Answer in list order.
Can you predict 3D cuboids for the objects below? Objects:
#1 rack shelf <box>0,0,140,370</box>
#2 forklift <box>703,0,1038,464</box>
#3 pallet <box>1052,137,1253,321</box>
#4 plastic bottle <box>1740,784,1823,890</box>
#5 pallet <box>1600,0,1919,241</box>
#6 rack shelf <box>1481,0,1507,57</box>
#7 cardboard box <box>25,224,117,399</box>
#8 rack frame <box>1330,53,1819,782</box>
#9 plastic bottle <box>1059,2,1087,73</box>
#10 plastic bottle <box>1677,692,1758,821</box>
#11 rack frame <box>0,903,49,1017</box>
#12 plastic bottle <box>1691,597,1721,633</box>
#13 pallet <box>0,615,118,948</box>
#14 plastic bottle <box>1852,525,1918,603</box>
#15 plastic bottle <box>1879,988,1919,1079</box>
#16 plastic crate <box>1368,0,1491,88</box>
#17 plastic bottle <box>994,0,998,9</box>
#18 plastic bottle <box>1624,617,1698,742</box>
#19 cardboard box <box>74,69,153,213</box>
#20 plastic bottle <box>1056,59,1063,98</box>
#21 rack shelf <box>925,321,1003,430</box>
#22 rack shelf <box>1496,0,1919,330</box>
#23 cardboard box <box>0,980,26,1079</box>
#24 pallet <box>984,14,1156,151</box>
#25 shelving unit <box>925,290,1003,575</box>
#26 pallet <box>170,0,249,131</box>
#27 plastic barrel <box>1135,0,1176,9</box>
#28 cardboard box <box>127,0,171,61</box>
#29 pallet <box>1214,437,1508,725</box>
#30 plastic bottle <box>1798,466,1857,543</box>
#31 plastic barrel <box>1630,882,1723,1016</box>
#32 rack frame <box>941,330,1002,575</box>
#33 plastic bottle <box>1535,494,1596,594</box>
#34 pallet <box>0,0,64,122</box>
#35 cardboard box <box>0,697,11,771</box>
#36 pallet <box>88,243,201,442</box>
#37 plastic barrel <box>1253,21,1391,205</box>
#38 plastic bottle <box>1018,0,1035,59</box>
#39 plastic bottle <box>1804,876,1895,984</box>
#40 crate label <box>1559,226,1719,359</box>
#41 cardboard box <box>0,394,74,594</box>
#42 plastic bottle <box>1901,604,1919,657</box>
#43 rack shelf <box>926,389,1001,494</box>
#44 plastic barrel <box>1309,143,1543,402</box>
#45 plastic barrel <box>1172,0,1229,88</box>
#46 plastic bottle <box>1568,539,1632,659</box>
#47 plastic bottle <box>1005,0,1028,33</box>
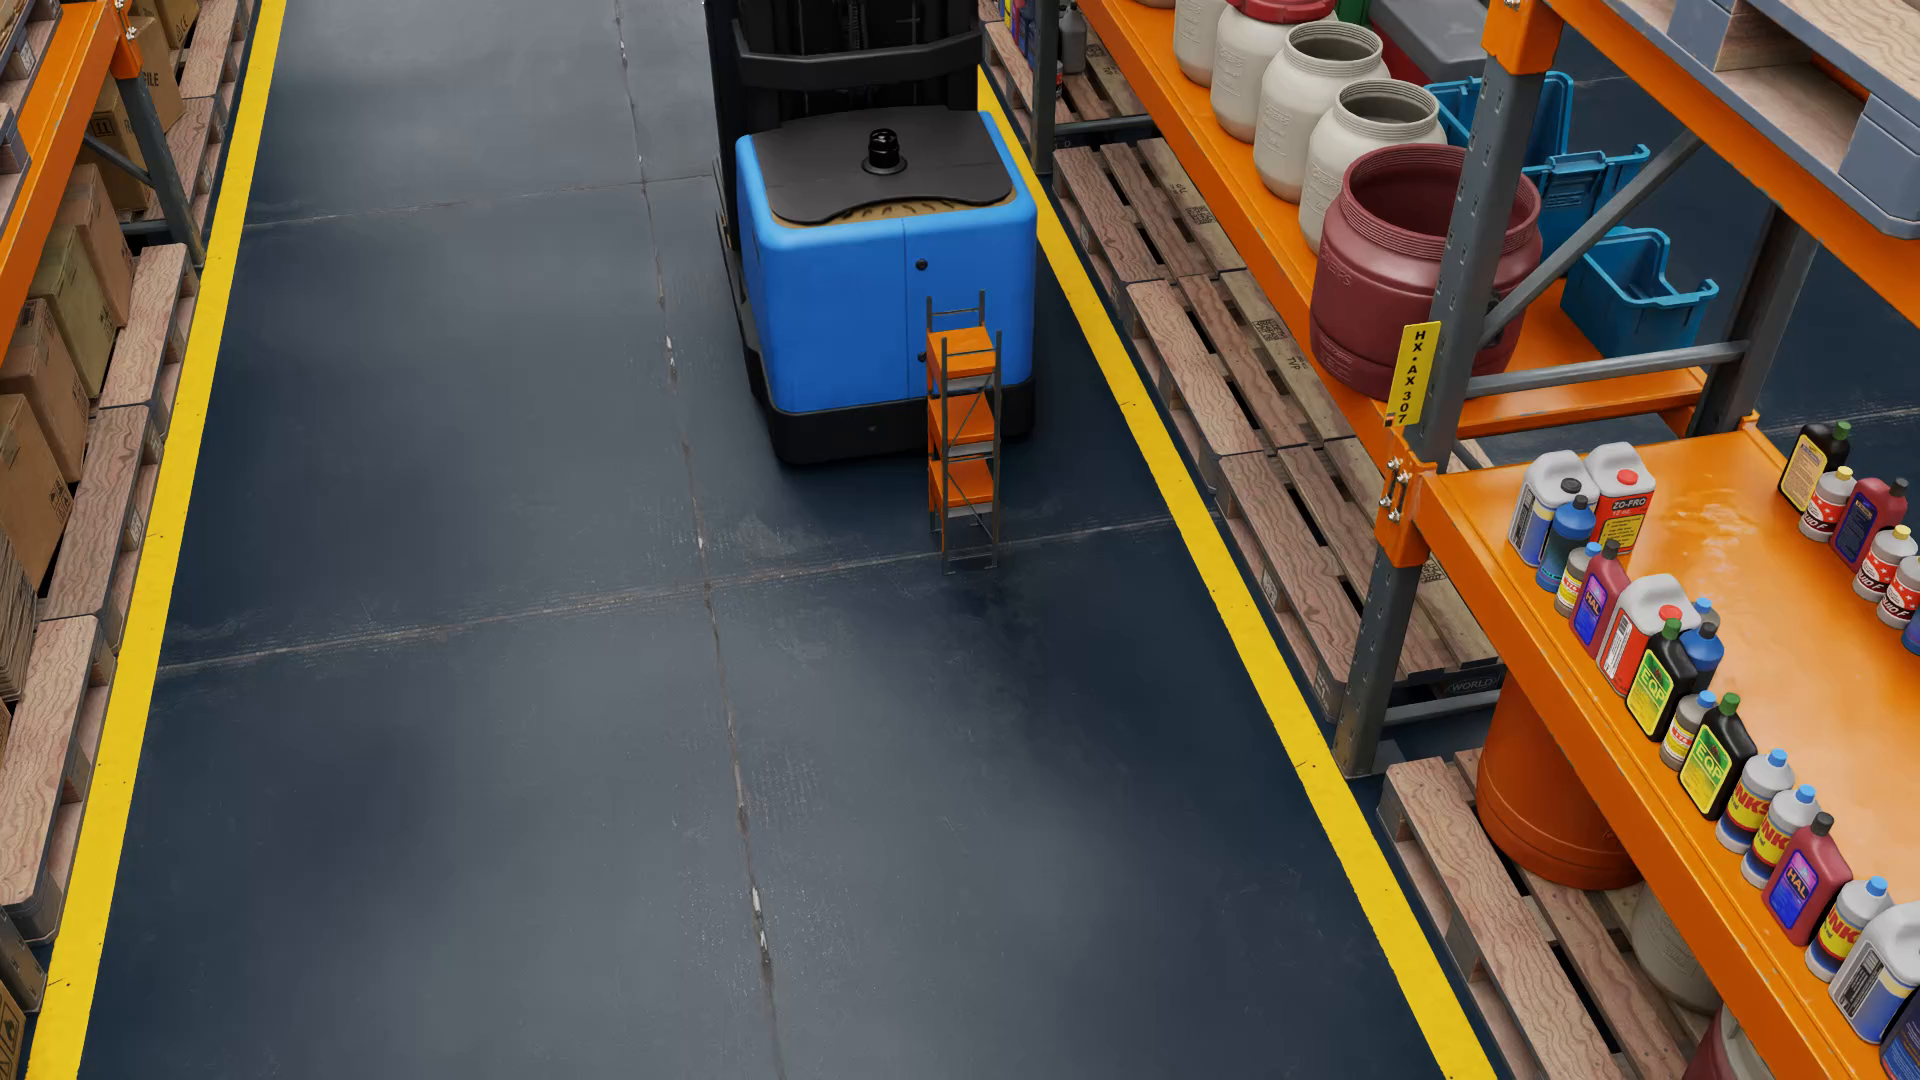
[{"bbox_3d":[-3.550,-0.770,5.400,1.077,0.370,4.000,-8,42,-9],"label":"rack shelf"},{"bbox_3d":[-0.520,-2.380,6.724,1.130,2.935,3.031,-8,42,-9],"label":"forklift"},{"bbox_3d":[1.062,-1.499,7.780,1.003,0.211,1.213,-8,42,-9],"label":"pallet"},{"bbox_3d":[1.693,0.601,3.411,0.097,0.271,0.097,0,42,0],"label":"plastic bottle"},{"bbox_3d":[1.787,-0.994,2.993,1.003,0.211,1.213,-8,42,-9],"label":"pallet"},{"bbox_3d":[1.286,-2.602,5.204,1.077,0.370,4.000,-8,42,-9],"label":"rack shelf"},{"bbox_3d":[-3.786,-0.852,6.502,0.700,0.500,0.500,-9,42,-10],"label":"cardboard box"},{"bbox_3d":[1.718,-0.452,4.500,1.000,3.000,0.127,-8,42,-9],"label":"rack frame"},{"bbox_3d":[0.575,-2.616,8.602,0.144,0.351,0.185,-8,42,-9],"label":"plastic bottle"},{"bbox_3d":[1.630,0.461,3.559,0.061,0.283,0.133,-8,42,-9],"label":"plastic bottle"},{"bbox_3d":[-3.118,0.257,3.701,1.000,3.000,0.127,-8,42,-9],"label":"rack frame"},{"bbox_3d":[1.713,0.219,3.894,0.097,0.201,0.097,0,42,0],"label":"plastic bottle"},{"bbox_3d":[-3.286,0.793,5.197,1.003,0.211,1.213,-8,42,-9],"label":"pallet"},{"bbox_3d":[2.279,0.050,4.084,0.097,0.201,0.097,0,42,0],"label":"plastic bottle"},{"bbox_3d":[1.826,0.896,3.018,0.144,0.351,0.185,-8,42,-9],"label":"plastic bottle"},{"bbox_3d":[1.668,-1.568,5.708,0.402,0.464,0.583,-8,42,-9],"label":"plastic crate"},{"bbox_3d":[0.239,-3.052,9.205,0.097,0.201,0.097,0,42,0],"label":"plastic bottle"},{"bbox_3d":[1.580,0.311,3.728,0.061,0.283,0.133,-8,42,-9],"label":"plastic bottle"},{"bbox_3d":[-4.029,-1.823,7.611,0.500,0.500,0.500,-10,42,-11],"label":"cardboard box"},{"bbox_3d":[0.472,-2.354,8.419,0.097,0.201,0.097,0,42,0],"label":"plastic bottle"},{"bbox_3d":[0.012,-0.562,5.681,0.215,0.259,0.240,-8,42,-9],"label":"rack shelf"},{"bbox_3d":[2.150,-0.009,2.283,1.077,0.370,4.000,-8,42,-9],"label":"rack shelf"},{"bbox_3d":[-2.990,1.345,3.759,1.225,0.875,0.875,-10,43,-11],"label":"cardboard box"},{"bbox_3d":[0.750,-2.444,8.844,1.003,0.211,1.213,-8,42,-9],"label":"pallet"},{"bbox_3d":[0.012,-0.358,5.862,0.215,1.050,0.252,-8,42,-9],"label":"shelving unit"},{"bbox_3d":[-4.428,-2.515,8.925,1.003,0.211,1.213,-8,42,-9],"label":"pallet"},{"bbox_3d":[0.847,-2.445,6.642,0.433,0.535,0.433,0,42,0],"label":"plastic barrel"},{"bbox_3d":[-4.371,-2.584,8.468,0.500,0.500,0.500,-12,43,-13],"label":"cardboard box"},{"bbox_3d":[1.589,0.083,5.998,1.003,0.211,1.213,-8,42,-9],"label":"pallet"},{"bbox_3d":[2.229,-0.100,4.252,0.097,0.201,0.097,0,42,0],"label":"plastic bottle"},{"bbox_3d":[2.049,0.989,4.434,0.421,0.512,0.421,0,42,0],"label":"plastic barrel"},{"bbox_3d":[0.038,-0.279,5.773,0.200,1.050,0.008,-8,42,-9],"label":"rack frame"},{"bbox_3d":[1.494,0.002,4.086,0.097,0.271,0.097,0,42,0],"label":"plastic bottle"},{"bbox_3d":[-3.959,-1.748,6.104,1.003,0.211,1.213,-8,42,-9],"label":"pallet"},{"bbox_3d":[-3.282,0.596,4.871,0.700,0.500,0.500,-10,43,-12],"label":"cardboard box"},{"bbox_3d":[-3.812,-0.788,6.979,1.003,0.211,1.213,-8,42,-9],"label":"pallet"},{"bbox_3d":[1.196,-1.404,5.487,0.421,0.512,0.421,0,42,0],"label":"plastic barrel"},{"bbox_3d":[0.393,-2.720,8.718,0.144,0.351,0.185,-10,43,-11],"label":"plastic bottle"},{"bbox_3d":[1.743,0.750,3.242,0.097,0.271,0.097,0,42,0],"label":"plastic bottle"},{"bbox_3d":[1.993,-0.717,4.924,0.303,0.233,0.416,-8,42,-9],"label":"crate label"},{"bbox_3d":[-3.544,-0.128,5.686,0.700,0.500,0.500,-5,42,-6],"label":"cardboard box"},{"bbox_3d":[2.321,0.150,3.919,0.097,0.271,0.097,0,42,0],"label":"plastic bottle"},{"bbox_3d":[0.012,-0.350,5.869,0.215,0.259,0.240,-8,42,-9],"label":"rack shelf"},{"bbox_3d":[1.322,-0.761,4.745,0.600,0.536,0.708,-8,42,-9],"label":"plastic barrel"},{"bbox_3d":[1.005,-1.969,6.106,0.433,0.535,0.433,0,42,0],"label":"plastic barrel"},{"bbox_3d":[1.522,0.138,3.923,0.061,0.283,0.133,-8,42,-9],"label":"plastic bottle"},{"bbox_3d":[0.323,-2.929,8.954,0.144,0.351,0.185,-9,42,-10],"label":"plastic bottle"}]
